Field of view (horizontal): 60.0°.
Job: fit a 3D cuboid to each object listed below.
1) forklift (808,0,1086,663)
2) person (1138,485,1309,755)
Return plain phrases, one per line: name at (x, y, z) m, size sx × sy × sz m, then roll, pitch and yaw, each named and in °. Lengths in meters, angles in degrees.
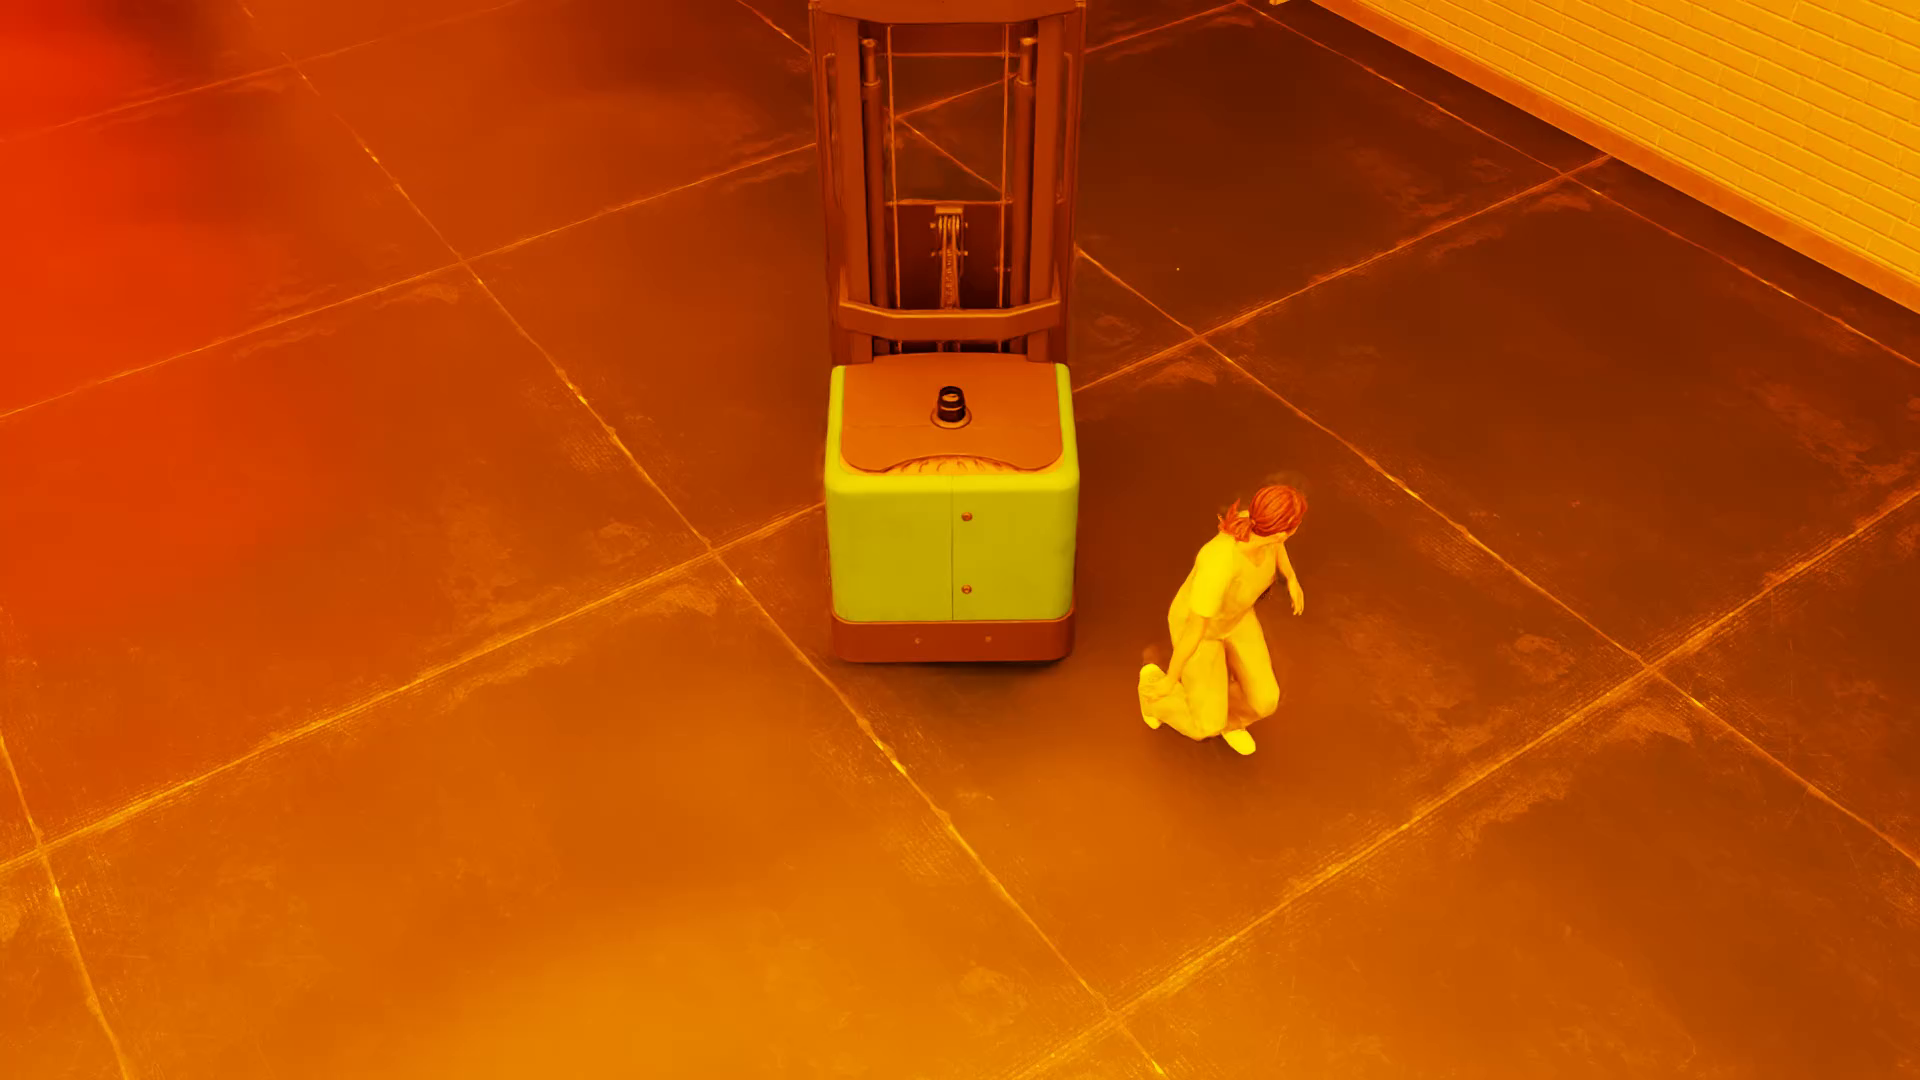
forklift at (-0.054, -1.525, 7.370) m, size 1.130 × 2.935 × 3.031 m, roll -1°, pitch 43°, yaw -1°
person at (0.983, 0.316, 6.459) m, size 0.799 × 1.481 × 0.584 m, roll -29°, pitch 50°, yaw -28°
